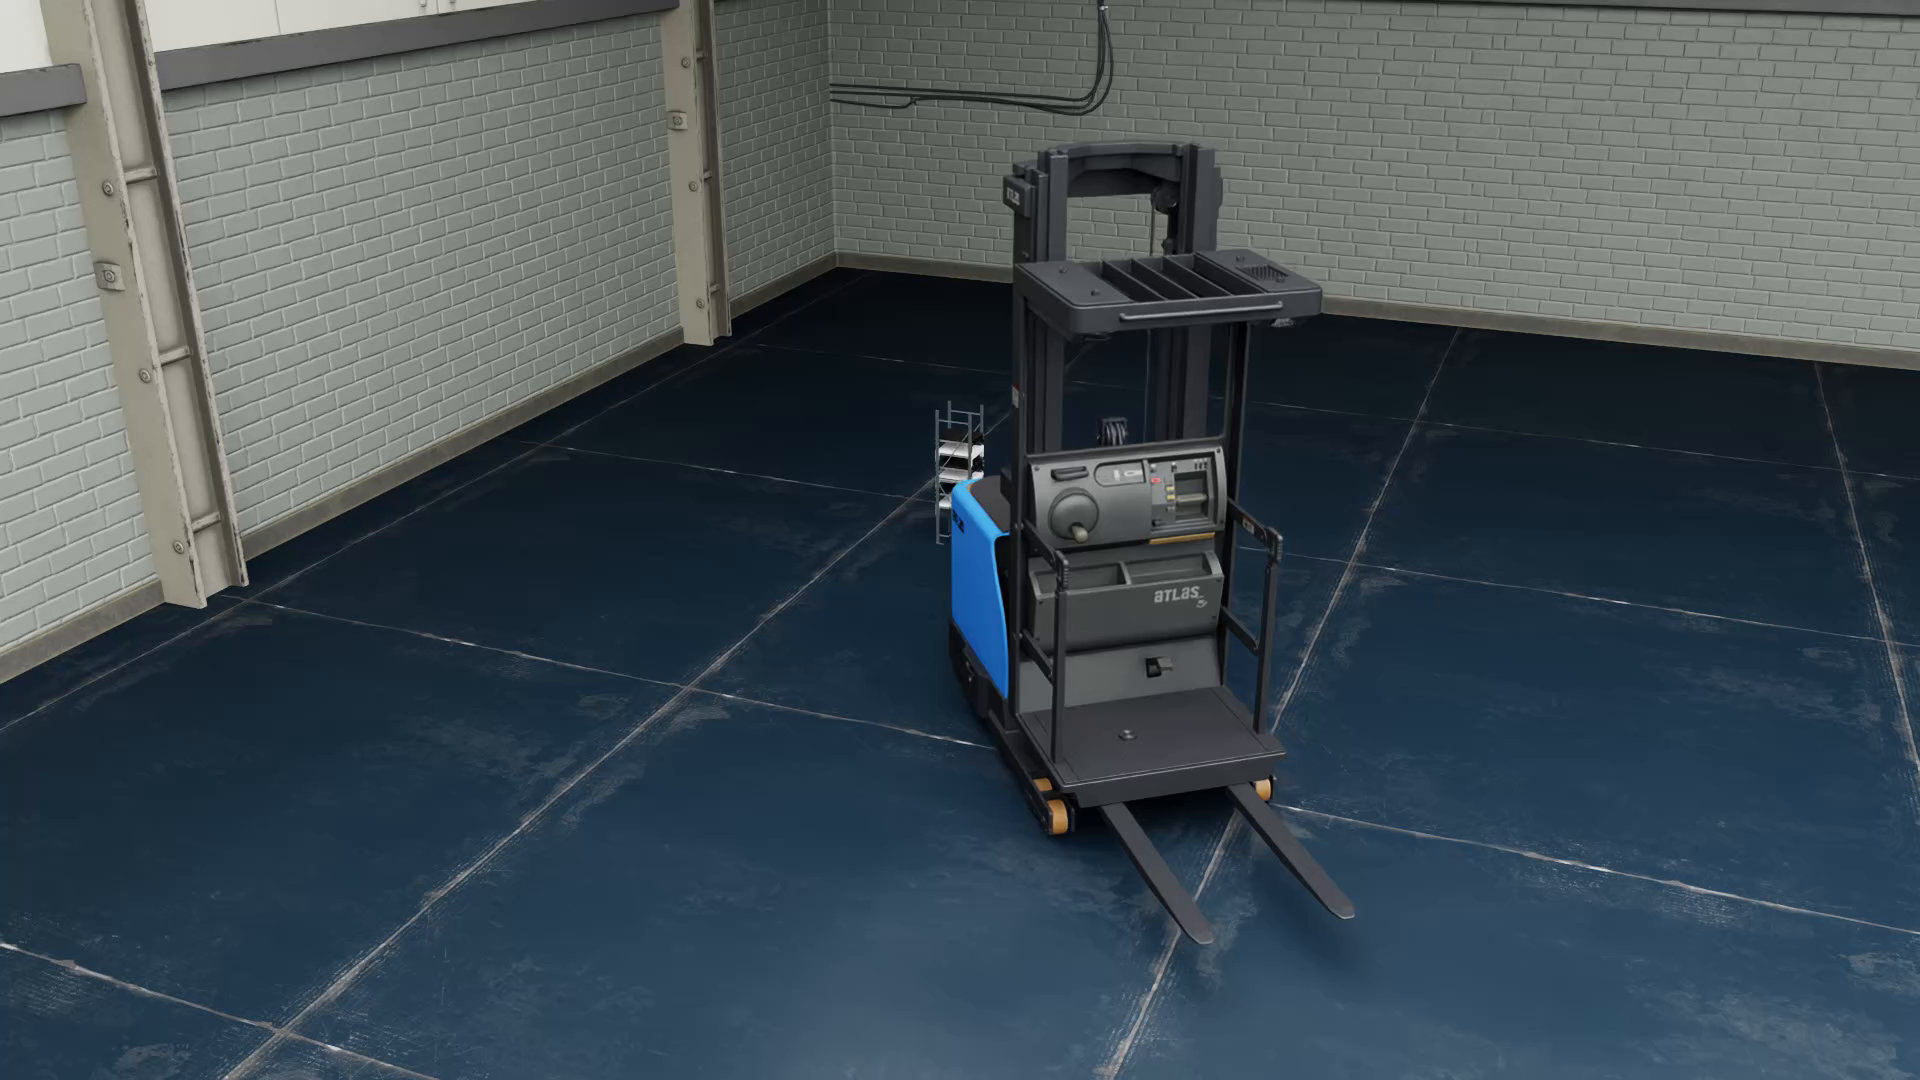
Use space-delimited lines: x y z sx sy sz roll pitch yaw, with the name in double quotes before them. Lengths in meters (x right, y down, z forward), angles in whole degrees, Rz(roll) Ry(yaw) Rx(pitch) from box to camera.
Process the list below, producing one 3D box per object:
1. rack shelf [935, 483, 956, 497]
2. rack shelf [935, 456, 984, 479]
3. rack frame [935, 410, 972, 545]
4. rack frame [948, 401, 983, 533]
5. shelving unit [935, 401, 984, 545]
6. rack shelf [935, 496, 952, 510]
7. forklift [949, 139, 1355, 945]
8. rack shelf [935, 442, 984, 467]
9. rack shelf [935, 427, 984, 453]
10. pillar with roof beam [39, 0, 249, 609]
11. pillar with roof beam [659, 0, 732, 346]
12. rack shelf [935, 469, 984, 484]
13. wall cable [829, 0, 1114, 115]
"rack shelf" -0.003 -0.299 10.617 0.258 0.077 0.200 9 24 20
"rack shelf" -0.003 -0.465 10.548 0.258 0.077 0.200 9 24 20
"rack frame" -0.041 -0.376 10.483 0.240 0.900 0.006 9 24 20
"rack frame" 0.035 -0.449 10.657 0.240 0.900 0.006 9 24 20
"shelving unit" -0.003 -0.412 10.570 0.258 0.900 0.210 9 24 20
"rack shelf" -0.003 -0.215 10.652 0.258 0.077 0.200 9 24 20
"forklift" 0.834 -0.180 7.377 1.130 2.935 3.031 -6 23 -15
"rack shelf" -0.003 -0.548 10.513 0.258 0.077 0.200 9 24 20
"rack shelf" -0.003 -0.631 10.478 0.258 0.077 0.200 9 24 20
"pillar with roof beam" -0.538 -3.223 6.791 9.100 9.000 0.400 9 24 20
"pillar with roof beam" 1.691 -5.370 11.932 9.100 9.000 0.400 9 24 20
"rack shelf" -0.003 -0.382 10.582 0.258 0.077 0.200 9 24 20
"wall cable" 0.016 -5.419 16.076 3.097 2.526 0.112 9 24 20
